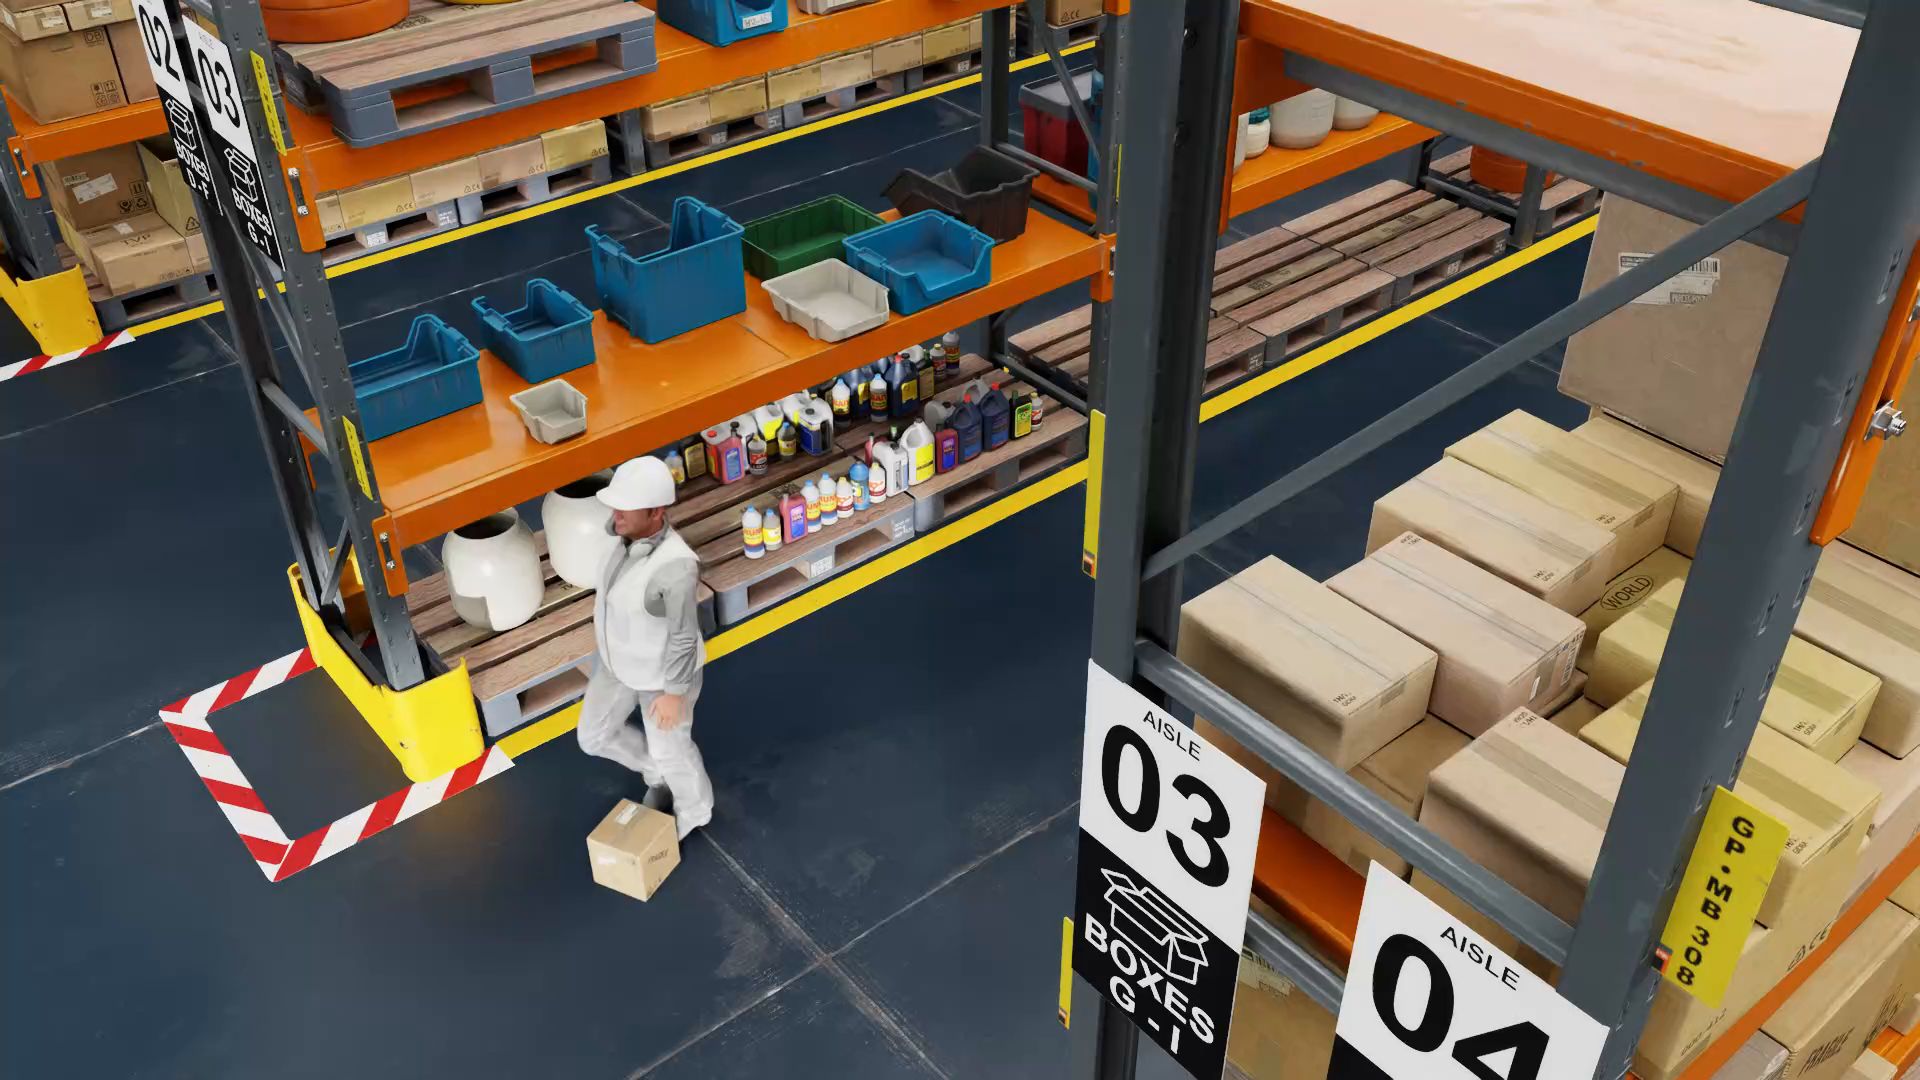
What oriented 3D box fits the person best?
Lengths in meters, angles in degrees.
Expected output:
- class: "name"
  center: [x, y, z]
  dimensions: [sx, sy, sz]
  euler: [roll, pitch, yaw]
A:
- class: "person"
  center: [-1.222, 0.483, 6.350]
  dimensions: [0.476, 1.784, 0.577]
  euler: [-26, 43, -32]
